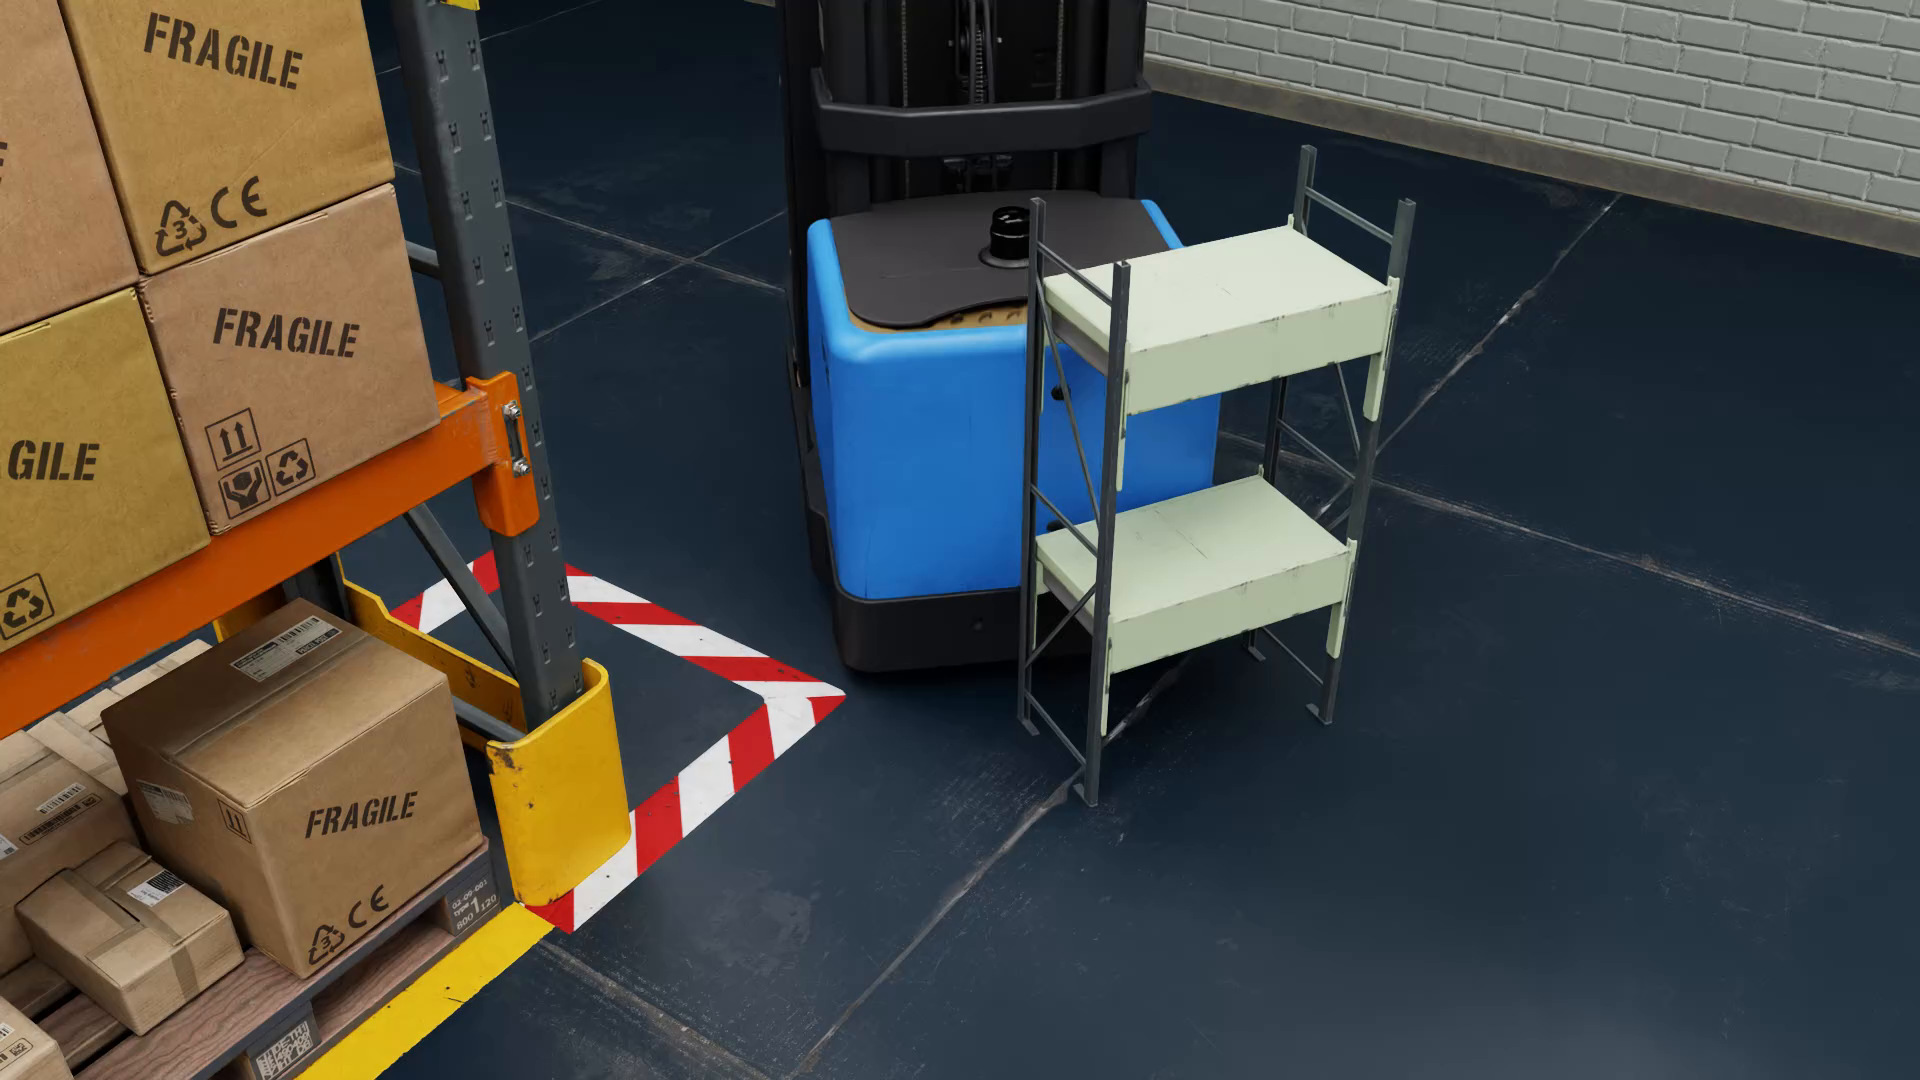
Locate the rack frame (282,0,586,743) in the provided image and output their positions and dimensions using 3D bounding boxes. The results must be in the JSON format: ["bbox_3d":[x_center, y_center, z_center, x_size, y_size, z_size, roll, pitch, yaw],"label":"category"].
[{"bbox_3d":[-1.331,-0.656,3.542,1.000,3.000,0.127,21,39,28],"label":"rack frame"}]

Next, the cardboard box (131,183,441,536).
[{"bbox_3d":[-1.363,-0.404,3.081,0.500,0.500,0.500,23,40,30],"label":"cardboard box"}]

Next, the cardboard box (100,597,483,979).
[{"bbox_3d":[-1.438,0.526,3.633,0.500,0.500,0.500,21,39,28],"label":"cardboard box"}]

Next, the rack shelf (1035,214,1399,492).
[{"bbox_3d":[0.582,-0.452,3.884,0.720,0.370,0.431,-15,37,-21],"label":"rack shelf"}]

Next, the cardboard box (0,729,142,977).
[{"bbox_3d":[-2.159,0.690,3.613,0.500,0.250,0.500,21,39,28],"label":"cardboard box"}]

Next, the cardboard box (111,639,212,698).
[{"bbox_3d":[-1.852,0.426,4.095,0.380,0.149,0.250,21,39,28],"label":"cardboard box"}]

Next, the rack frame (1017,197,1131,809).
[{"bbox_3d":[0.253,-0.039,3.969,0.023,1.500,0.400,-15,37,-21],"label":"rack frame"}]

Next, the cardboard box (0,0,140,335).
[{"bbox_3d":[-1.646,-0.586,2.457,0.500,0.500,0.500,22,40,29],"label":"cardboard box"}]

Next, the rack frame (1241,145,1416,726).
[{"bbox_3d":[0.910,-0.220,4.236,0.023,1.500,0.400,-15,37,-21],"label":"rack frame"}]

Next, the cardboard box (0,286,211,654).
[{"bbox_3d":[-1.655,-0.165,2.726,0.500,0.500,0.500,22,40,29],"label":"cardboard box"}]

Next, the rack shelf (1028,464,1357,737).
[{"bbox_3d":[0.582,0.141,4.285,0.720,0.370,0.431,-15,37,-21],"label":"rack shelf"}]

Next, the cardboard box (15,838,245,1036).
[{"bbox_3d":[-1.743,0.822,3.493,0.380,0.166,0.250,21,39,28],"label":"cardboard box"}]

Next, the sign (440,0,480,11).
[{"bbox_3d":[-0.886,-1.080,2.854,0.100,0.325,0.005,21,39,28],"label":"sign"}]

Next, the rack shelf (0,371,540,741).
[{"bbox_3d":[-2.471,0.562,2.383,1.077,0.370,4.000,21,39,28],"label":"rack shelf"}]

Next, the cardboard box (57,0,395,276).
[{"bbox_3d":[-1.359,-0.819,2.802,0.500,0.500,0.500,21,39,28],"label":"cardboard box"}]

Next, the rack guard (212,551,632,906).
[{"bbox_3d":[-1.374,0.414,4.191,1.175,0.500,0.348,21,39,28],"label":"rack guard"}]

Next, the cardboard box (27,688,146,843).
[{"bbox_3d":[-1.994,0.533,3.920,0.380,0.166,0.250,21,39,28],"label":"cardboard box"}]

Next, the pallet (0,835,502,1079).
[{"bbox_3d":[-1.828,0.901,3.729,1.003,0.211,1.213,21,39,28],"label":"pallet"}]

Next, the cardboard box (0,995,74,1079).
[{"bbox_3d":[-2.005,1.057,3.071,0.500,0.250,0.500,21,39,28],"label":"cardboard box"}]

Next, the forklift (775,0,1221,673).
[{"bbox_3d":[-0.031,-1.663,5.093,1.130,2.935,3.031,-5,34,-7],"label":"forklift"}]

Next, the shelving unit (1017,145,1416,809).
[{"bbox_3d":[0.582,-0.129,4.102,0.755,1.500,0.431,-15,37,-21],"label":"shelving unit"}]
